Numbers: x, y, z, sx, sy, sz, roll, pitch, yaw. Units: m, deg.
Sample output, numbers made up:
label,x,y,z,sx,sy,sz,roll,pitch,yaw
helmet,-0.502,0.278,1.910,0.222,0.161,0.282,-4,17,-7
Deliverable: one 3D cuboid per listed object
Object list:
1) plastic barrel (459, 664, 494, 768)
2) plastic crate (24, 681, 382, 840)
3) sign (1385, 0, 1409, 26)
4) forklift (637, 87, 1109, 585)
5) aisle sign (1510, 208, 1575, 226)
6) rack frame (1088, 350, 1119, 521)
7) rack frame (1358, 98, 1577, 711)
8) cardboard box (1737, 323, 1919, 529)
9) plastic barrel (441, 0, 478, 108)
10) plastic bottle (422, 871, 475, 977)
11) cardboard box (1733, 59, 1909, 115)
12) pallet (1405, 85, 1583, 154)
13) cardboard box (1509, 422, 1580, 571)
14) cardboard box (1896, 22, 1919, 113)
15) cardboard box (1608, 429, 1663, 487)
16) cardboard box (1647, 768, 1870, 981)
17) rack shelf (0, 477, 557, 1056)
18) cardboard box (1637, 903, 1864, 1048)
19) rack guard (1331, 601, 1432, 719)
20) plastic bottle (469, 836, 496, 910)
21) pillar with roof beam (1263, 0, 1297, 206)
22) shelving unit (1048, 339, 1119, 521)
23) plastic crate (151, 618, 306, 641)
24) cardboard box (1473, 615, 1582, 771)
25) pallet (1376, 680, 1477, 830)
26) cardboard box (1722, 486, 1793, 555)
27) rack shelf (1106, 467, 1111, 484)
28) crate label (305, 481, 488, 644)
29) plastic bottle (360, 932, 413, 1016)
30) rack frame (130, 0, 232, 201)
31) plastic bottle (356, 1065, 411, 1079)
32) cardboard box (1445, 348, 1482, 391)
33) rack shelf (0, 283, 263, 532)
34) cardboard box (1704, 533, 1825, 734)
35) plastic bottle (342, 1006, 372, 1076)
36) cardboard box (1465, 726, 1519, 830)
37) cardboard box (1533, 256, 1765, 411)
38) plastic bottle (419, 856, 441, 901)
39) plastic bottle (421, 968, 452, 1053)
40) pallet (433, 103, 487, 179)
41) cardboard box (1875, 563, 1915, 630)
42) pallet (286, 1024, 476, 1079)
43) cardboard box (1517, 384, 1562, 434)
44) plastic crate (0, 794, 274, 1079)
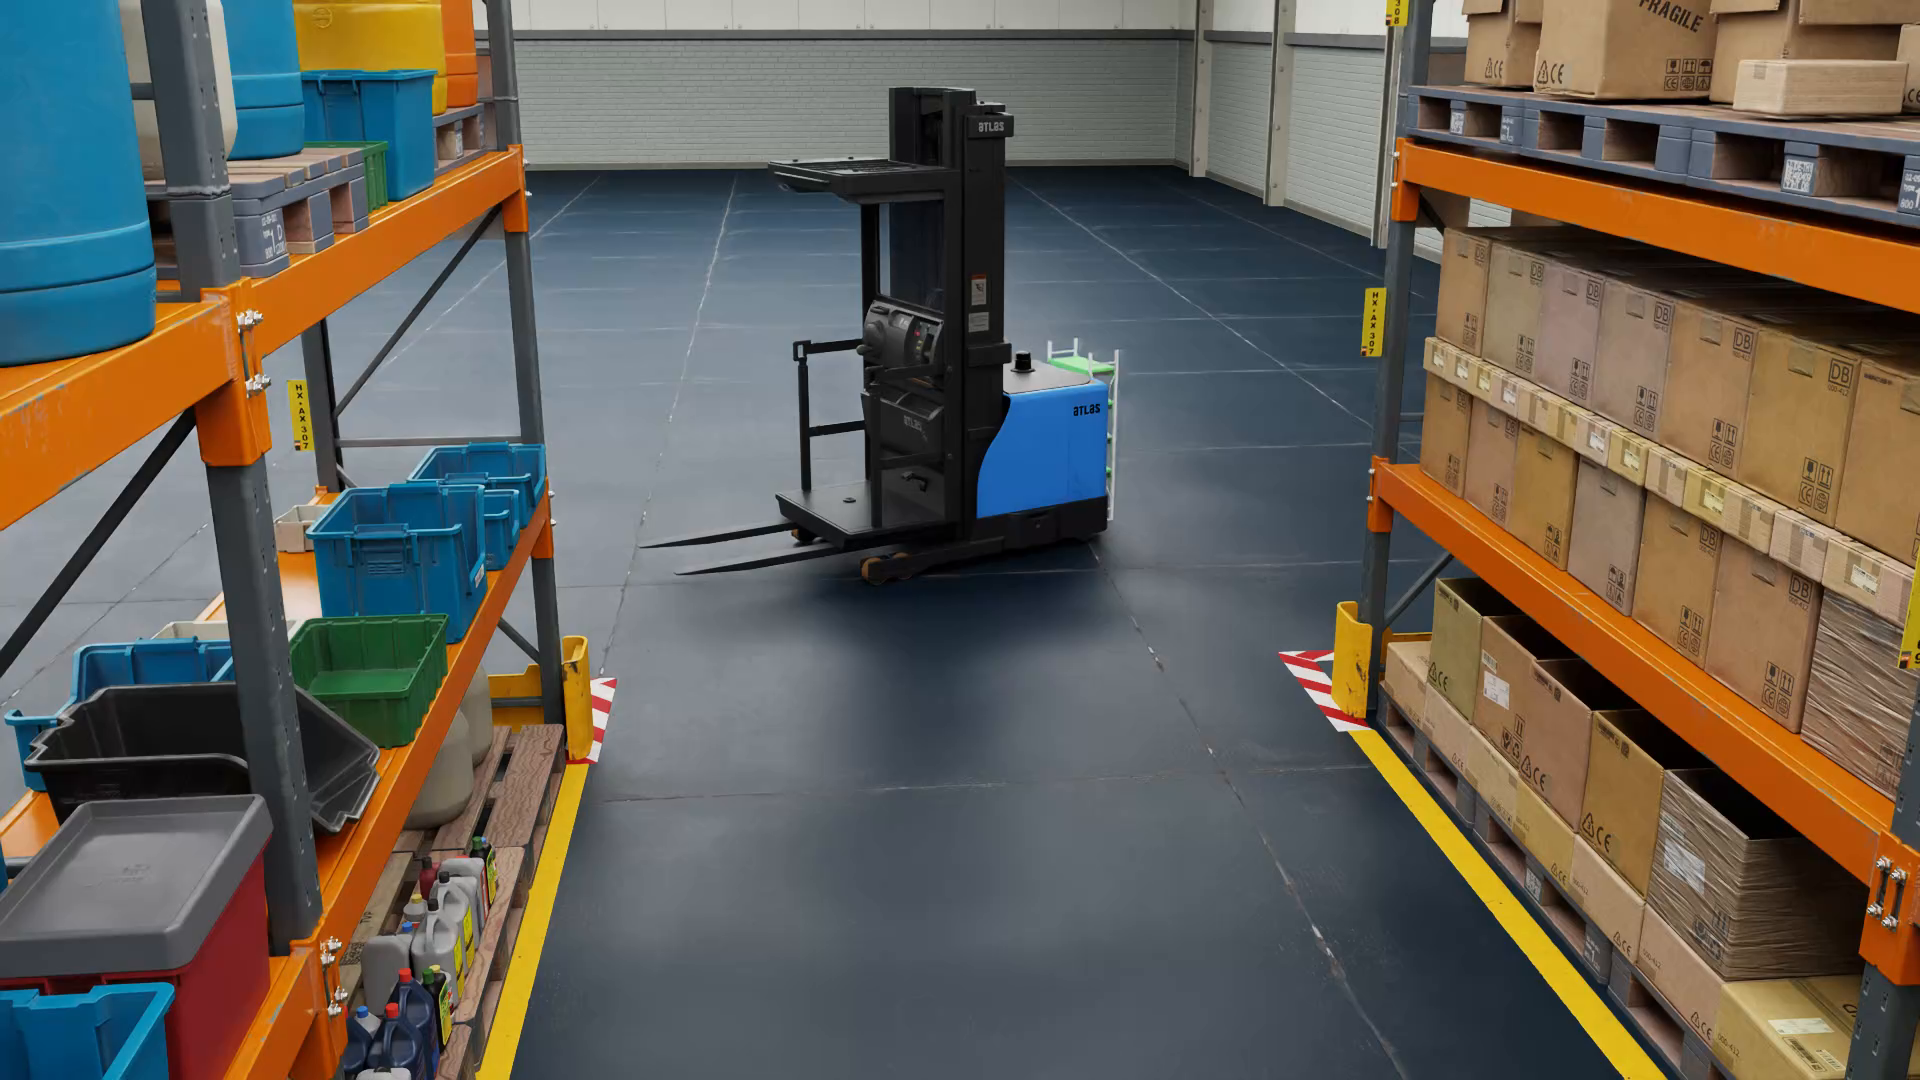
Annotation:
label,x,y,z,sx,sy,sz,roll,pitch,yaw
plastic barrel,-2.270,0.735,7.279,0.421,0.512,0.421,0,17,0
plastic crate,-1.929,0.617,4.309,0.767,0.338,0.504,-2,18,-6
sign,1.960,-2.467,7.429,0.100,0.325,0.005,-2,18,-6
forklift,-0.539,-1.302,10.430,3.031,2.935,1.130,-10,20,-29
aisle sign,2.798,-1.866,7.772,0.394,0.787,0.004,-2,18,-6
rack frame,0.966,-0.697,11.391,0.240,1.200,0.015,-10,20,-30
rack frame,2.513,-0.597,8.070,1.000,3.000,0.127,-2,18,-6
cardboard box,2.820,-0.354,4.965,0.700,0.500,0.500,-2,18,-6
plastic barrel,-2.238,-2.140,6.561,0.600,0.830,0.708,-2,18,-6
plastic bottle,-1.755,1.309,5.687,0.144,0.351,0.185,-1,17,-3
cardboard box,2.529,-1.334,4.897,0.380,0.149,0.250,-2,18,-6
pallet,2.560,-1.774,6.961,1.003,0.211,1.213,-2,18,-6
cardboard box,2.653,-0.201,6.641,0.700,0.500,0.500,-2,18,-5
cardboard box,3.080,-1.380,4.771,0.500,0.311,0.500,-3,18,-9
cardboard box,2.525,-0.294,5.856,0.380,0.149,0.250,-1,17,-4
cardboard box,2.620,1.068,5.405,0.500,0.500,0.500,-2,18,-6
rack shelf,-2.208,0.494,5.796,1.077,0.370,4.000,-2,18,-6
cardboard box,2.619,1.426,5.517,0.500,0.250,0.500,-2,18,-6
rack guard,2.511,0.589,8.467,1.175,0.500,0.348,-2,18,-6
plastic bottle,-1.759,1.209,6.118,0.061,0.283,0.133,-1,17,-4
pillar with roof beam,1.615,-10.449,29.436,9.100,9.000,0.400,-2,18,-6
shelving unit,0.840,-0.760,11.591,0.258,1.200,0.503,-10,20,-30
plastic crate,-2.421,0.397,5.346,0.530,0.136,0.437,-2,18,-6
cardboard box,2.465,0.621,6.829,0.500,0.500,0.500,-2,18,-6
pallet,2.634,0.960,7.766,1.003,0.211,1.213,-2,18,-6
cardboard box,2.603,-0.067,5.131,0.380,0.149,0.250,-2,18,-6
rack shelf,0.838,-0.470,11.680,0.258,0.148,0.480,-10,20,-30
crate label,-1.955,0.078,5.861,0.502,0.435,0.616,-2,18,-6
plastic bottle,-1.880,1.412,5.483,0.152,0.276,0.135,-2,18,-6
rack frame,-2.002,-2.115,2.892,1.000,3.000,0.127,-2,18,-6
plastic bottle,-1.659,1.632,4.782,0.152,0.276,0.135,-1,17,-4
cardboard box,2.369,-0.752,7.314,0.380,0.149,0.250,-2,18,-7
rack shelf,-1.795,0.255,1.551,1.077,0.370,4.000,-2,18,-6
cardboard box,2.813,0.258,5.180,0.700,0.500,0.500,-2,18,-6
plastic bottle,-1.816,1.552,4.914,0.144,0.351,0.185,-2,18,-6
cardboard box,2.454,0.979,6.940,0.500,0.250,0.500,-2,18,-6
cardboard box,2.666,-0.802,6.390,0.700,0.500,0.500,-2,18,-5
plastic bottle,-1.896,1.254,5.975,0.061,0.283,0.133,-2,18,-6
plastic bottle,-1.667,1.473,5.278,0.061,0.283,0.133,-1,17,-3
pallet,-2.426,-1.536,6.371,1.003,0.211,1.213,-2,18,-6
cardboard box,2.685,0.163,4.399,0.380,0.149,0.250,-2,18,-6
pallet,-2.029,1.876,4.849,1.003,0.211,1.213,-2,18,-6
cardboard box,2.447,-0.523,6.585,0.380,0.149,0.250,-2,18,-7
plastic crate,-1.647,0.851,3.351,0.402,0.464,0.583,-2,18,-6
